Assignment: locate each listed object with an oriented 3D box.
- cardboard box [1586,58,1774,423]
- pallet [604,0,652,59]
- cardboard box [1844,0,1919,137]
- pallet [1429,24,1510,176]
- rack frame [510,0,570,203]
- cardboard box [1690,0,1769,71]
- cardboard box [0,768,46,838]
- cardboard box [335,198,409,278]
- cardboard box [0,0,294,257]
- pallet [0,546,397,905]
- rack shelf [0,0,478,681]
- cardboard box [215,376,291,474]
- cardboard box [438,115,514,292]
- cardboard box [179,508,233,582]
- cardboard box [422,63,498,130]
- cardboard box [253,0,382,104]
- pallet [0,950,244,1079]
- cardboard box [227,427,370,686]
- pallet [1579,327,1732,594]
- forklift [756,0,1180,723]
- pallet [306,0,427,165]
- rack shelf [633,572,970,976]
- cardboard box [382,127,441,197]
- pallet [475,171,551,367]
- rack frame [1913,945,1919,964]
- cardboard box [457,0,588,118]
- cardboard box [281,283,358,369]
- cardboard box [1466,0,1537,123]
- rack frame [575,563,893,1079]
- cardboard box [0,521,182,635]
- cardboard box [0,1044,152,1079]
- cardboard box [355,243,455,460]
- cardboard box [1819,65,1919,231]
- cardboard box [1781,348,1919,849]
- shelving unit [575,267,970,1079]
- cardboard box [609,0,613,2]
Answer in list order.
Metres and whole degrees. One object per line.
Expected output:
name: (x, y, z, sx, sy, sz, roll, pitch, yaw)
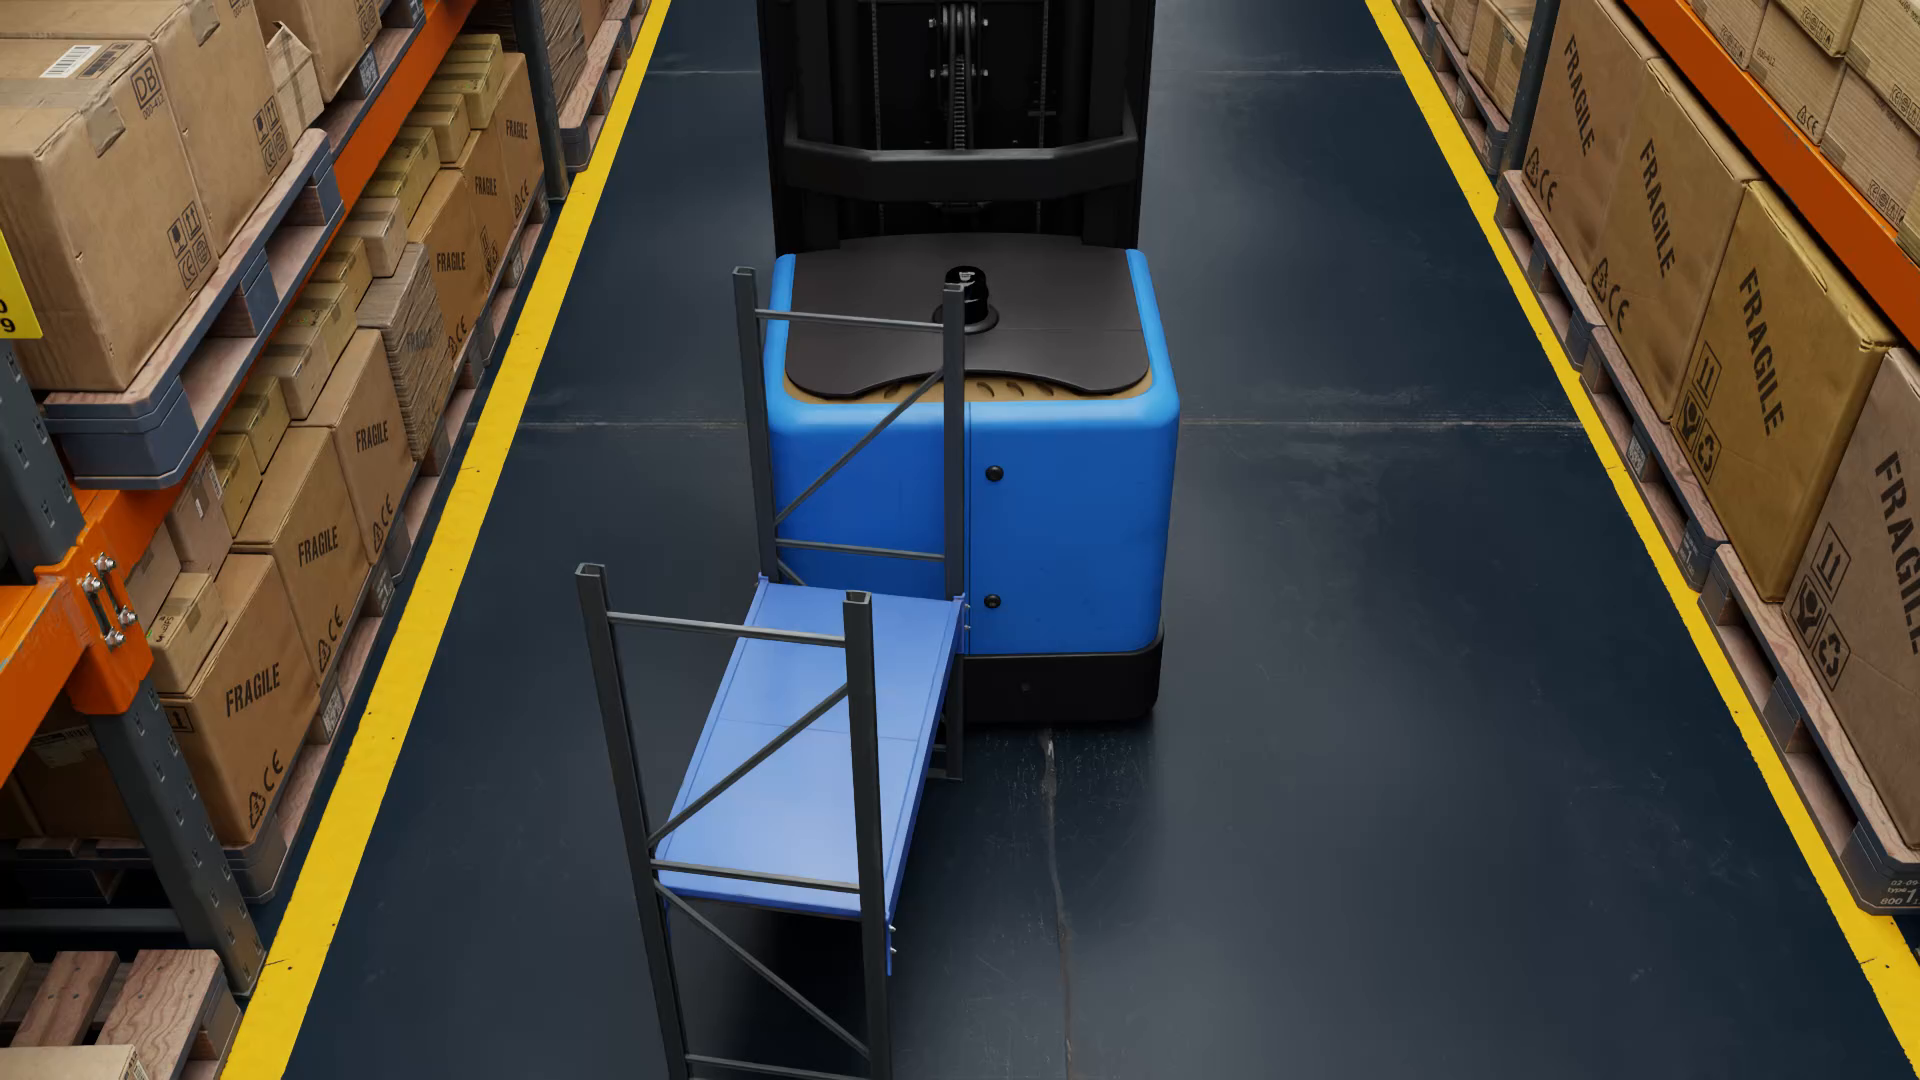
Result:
cardboard box: (2.708, -0.984, 5.442, 0.875, 0.875, 0.875, 0, 39, 1)
pallet: (-2.130, -2.820, 8.601, 1.003, 0.211, 1.213, 0, 39, 0)
cardboard box: (2.540, -1.186, 4.051, 0.500, 0.250, 0.500, 1, 39, 1)
pallet: (2.794, -2.039, 7.626, 1.003, 0.211, 1.213, 0, 39, 0)
rack frame: (-2.170, -2.633, 6.137, 1.000, 3.000, 0.127, 0, 39, 0)
cardboard box: (2.556, -1.625, 4.999, 0.500, 0.250, 0.500, 1, 39, 1)
cardboard box: (-2.462, 0.373, 4.048, 0.500, 0.500, 0.500, 0, 39, 0)
cardboard box: (-1.943, -0.936, 5.164, 0.380, 0.149, 0.250, -2, 39, -2)
cardboard box: (-1.943, -0.961, 3.634, 0.700, 0.500, 0.500, 0, 39, 0)
pallet: (-2.204, 0.448, 4.522, 1.003, 0.211, 1.213, 0, 39, 0)
rack shelf: (-2.168, -1.101, 4.801, 1.077, 0.370, 4.000, 0, 39, 0)
cardboard box: (-2.003, -0.302, 4.373, 0.380, 0.149, 0.250, -1, 39, -1)
cardboard box: (-1.964, -1.244, 6.067, 0.500, 0.500, 0.500, -1, 39, -1)
cardboard box: (-1.977, 0.029, 3.959, 0.380, 0.149, 0.250, -1, 39, -1)
cardboard box: (-1.885, -1.595, 5.986, 0.380, 0.149, 0.250, -2, 39, -2)
cardboard box: (-1.944, -1.452, 4.247, 0.700, 0.500, 0.500, 0, 39, 0)
pallet: (-2.166, 1.386, 3.351, 1.003, 0.211, 1.213, 0, 39, 0)
cardboard box: (-1.951, 0.045, 4.459, 0.500, 0.500, 0.500, -1, 39, -1)
pallet: (2.718, -0.296, 5.451, 1.003, 0.211, 1.213, 0, 39, 0)
forklift: (-0.018, -1.538, 4.825, 1.130, 2.935, 3.031, -1, 39, -1)
pallet: (-2.163, -1.342, 4.679, 1.003, 0.211, 1.213, 0, 39, 0)
rack shelf: (-0.317, 0.483, 3.736, 0.538, 0.185, 1.000, 6, 39, 7)
cardboard box: (-1.974, -1.265, 5.574, 0.380, 0.149, 0.250, 1, 39, 1)
pallet: (-2.207, -1.078, 6.426, 1.003, 0.211, 1.213, 0, 39, 0)
rack frame: (2.798, -0.137, 3.023, 1.000, 3.000, 0.127, 0, 39, 0)
cardboard box: (-2.157, -2.260, 7.235, 0.875, 0.625, 0.625, 1, 39, 1)
cardboard box: (-1.964, -0.614, 4.762, 0.380, 0.149, 0.250, 1, 39, 2)
cardboard box: (2.803, -2.130, 7.275, 0.950, 0.372, 0.625, -2, 39, -3)
rack frame: (-0.395, 0.657, 3.231, 0.500, 1.500, 0.032, 6, 39, 7)
cardboard box: (-1.960, 0.087, 3.650, 0.380, 0.149, 0.250, -1, 39, -1)
cardboard box: (-1.871, 1.165, 3.341, 0.380, 0.149, 0.250, -1, 39, -1)
cardboard box: (-1.942, -0.592, 5.253, 0.500, 0.500, 0.500, -1, 39, -2)
cardboard box: (2.565, -0.993, 4.210, 0.500, 0.250, 0.500, -1, 39, -1)
cardboard box: (2.718, 0.140, 4.039, 0.875, 0.875, 0.875, 1, 39, 1)
shelving unit: (-0.317, 0.343, 3.623, 0.538, 1.500, 1.048, 6, 39, 7)
cardboard box: (-2.167, -3.090, 8.270, 0.875, 0.625, 0.625, -2, 39, -2)
